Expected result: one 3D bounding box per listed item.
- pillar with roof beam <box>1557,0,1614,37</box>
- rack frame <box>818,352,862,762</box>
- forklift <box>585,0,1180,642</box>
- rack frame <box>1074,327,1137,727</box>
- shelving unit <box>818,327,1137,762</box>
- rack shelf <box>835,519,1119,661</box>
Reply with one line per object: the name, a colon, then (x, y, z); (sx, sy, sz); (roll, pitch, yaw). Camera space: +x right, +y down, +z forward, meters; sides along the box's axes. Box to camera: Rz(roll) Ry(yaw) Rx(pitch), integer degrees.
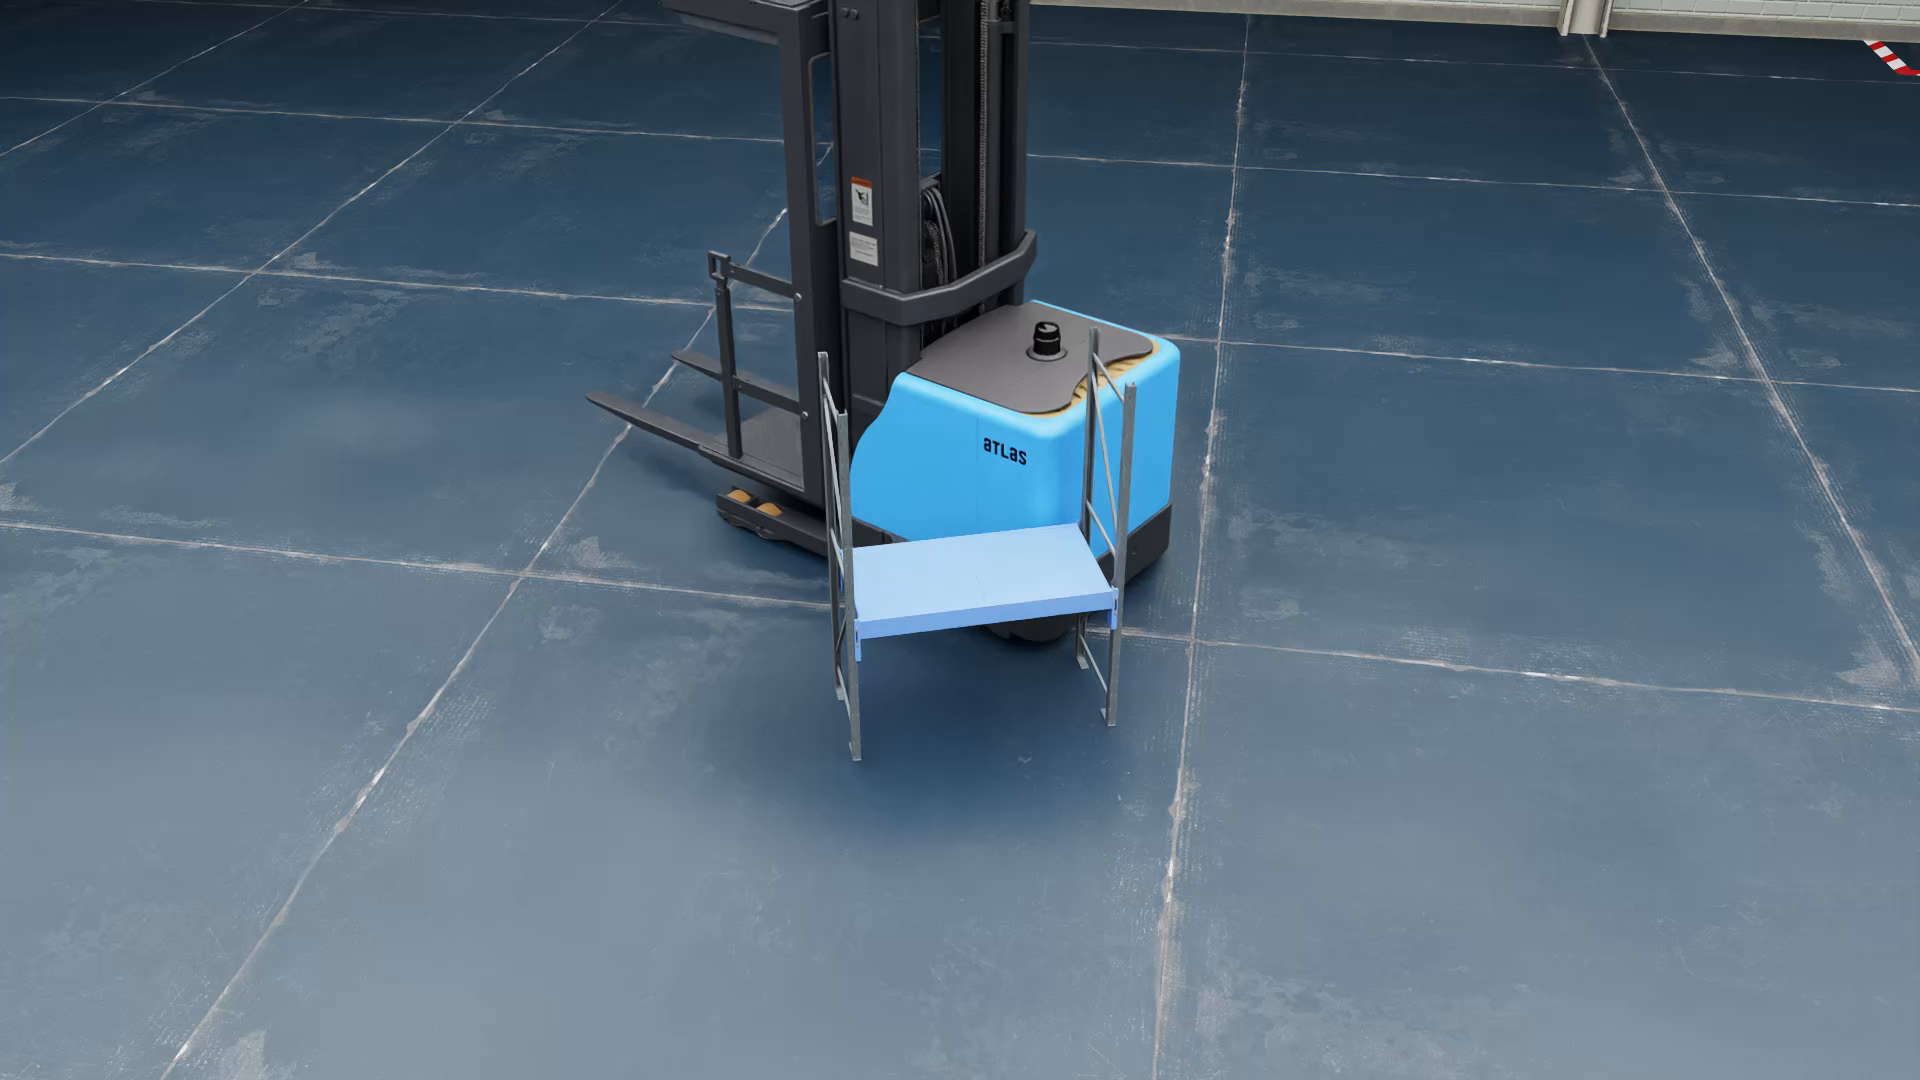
pillar with roof beam: (4.935, -6.195, 9.165); (0.400, 9.000, 9.100); (5, 32, 8)
rack frame: (-0.446, 0.086, 6.199); (0.032, 1.500, 0.500); (-6, 33, -10)
forklift: (-0.524, -1.445, 7.297); (3.031, 2.935, 1.130); (22, 38, 31)
rack frame: (0.548, -0.027, 6.379); (0.032, 1.500, 0.500); (-6, 33, -10)
shelving unit: (0.051, 0.029, 6.289); (1.048, 1.500, 0.538); (-6, 33, -10)
rack shelf: (0.051, 0.182, 6.385); (1.000, 0.185, 0.538); (-6, 33, -10)
